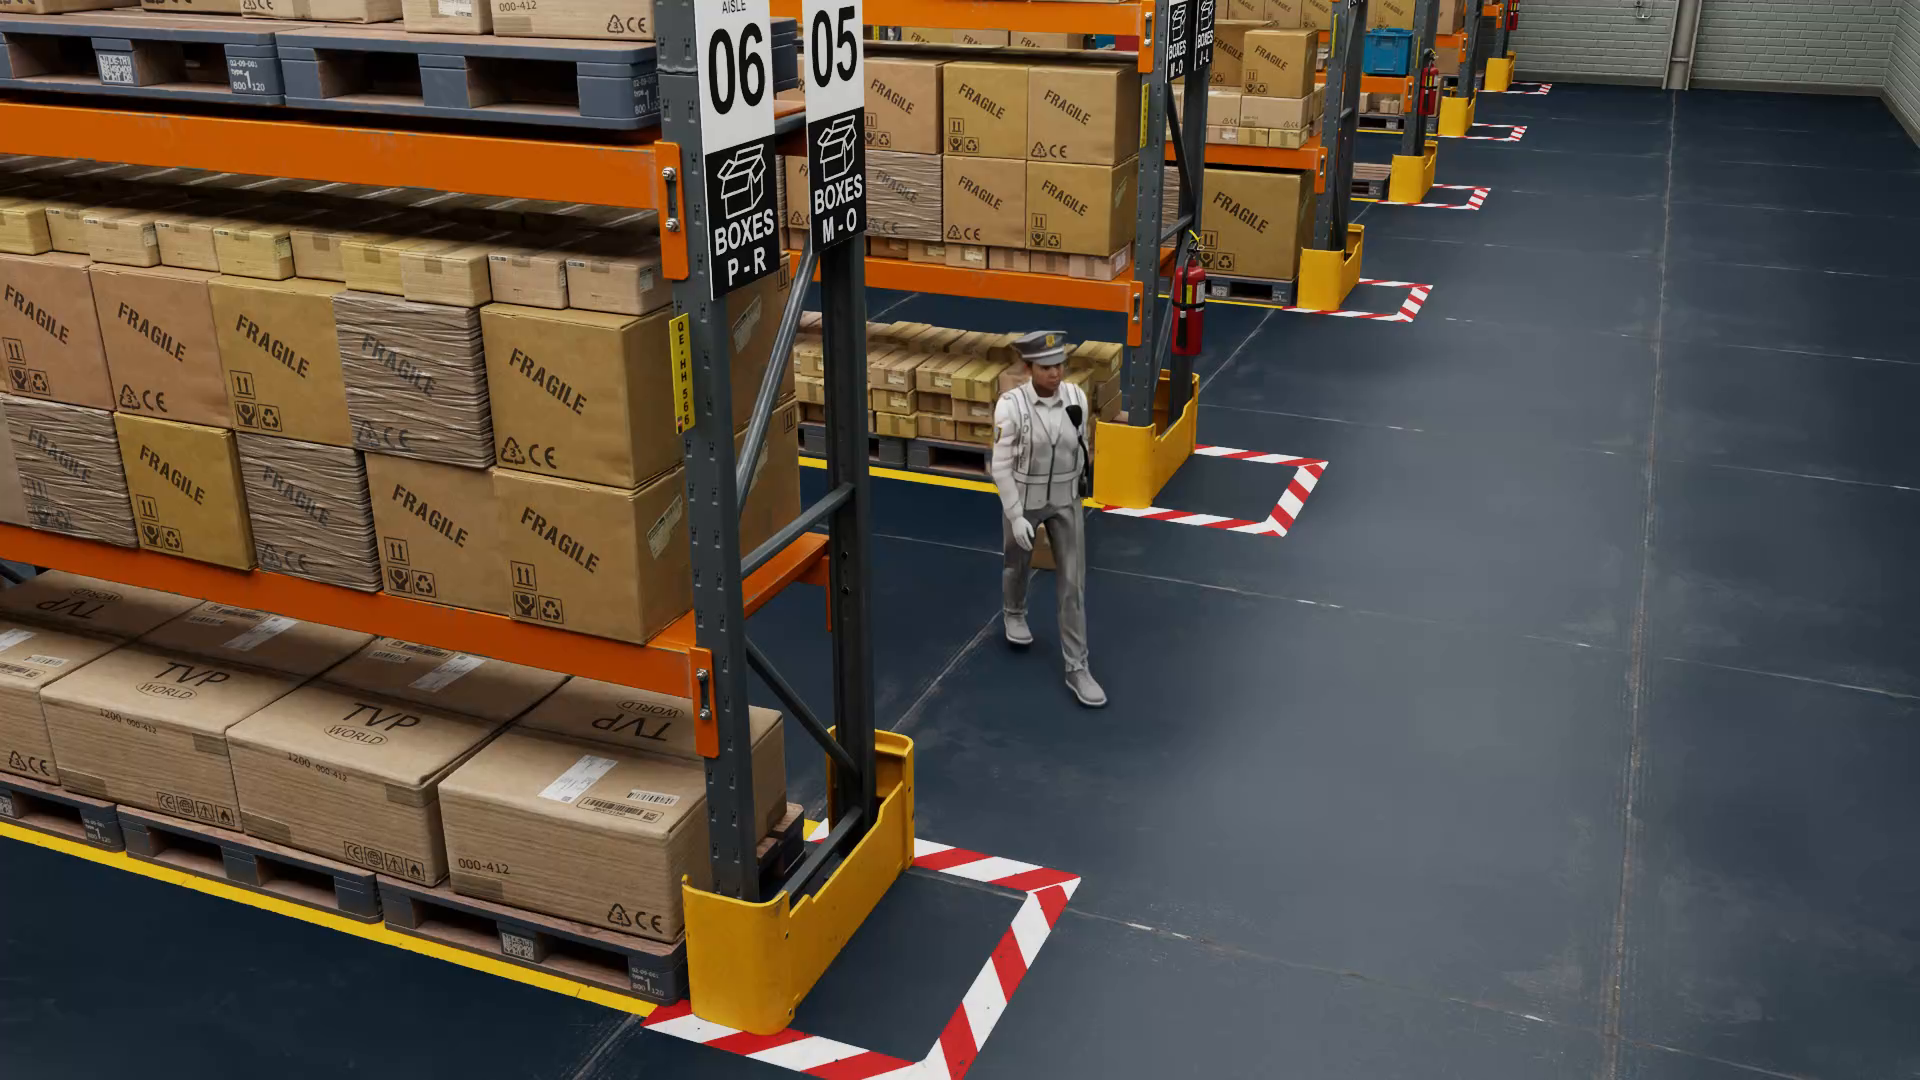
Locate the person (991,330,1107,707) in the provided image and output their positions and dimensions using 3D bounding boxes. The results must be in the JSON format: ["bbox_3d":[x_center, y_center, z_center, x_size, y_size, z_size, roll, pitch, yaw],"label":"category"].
[{"bbox_3d":[0.374,-0.164,7.439,0.480,1.623,0.959,-4,23,-10],"label":"person"}]
